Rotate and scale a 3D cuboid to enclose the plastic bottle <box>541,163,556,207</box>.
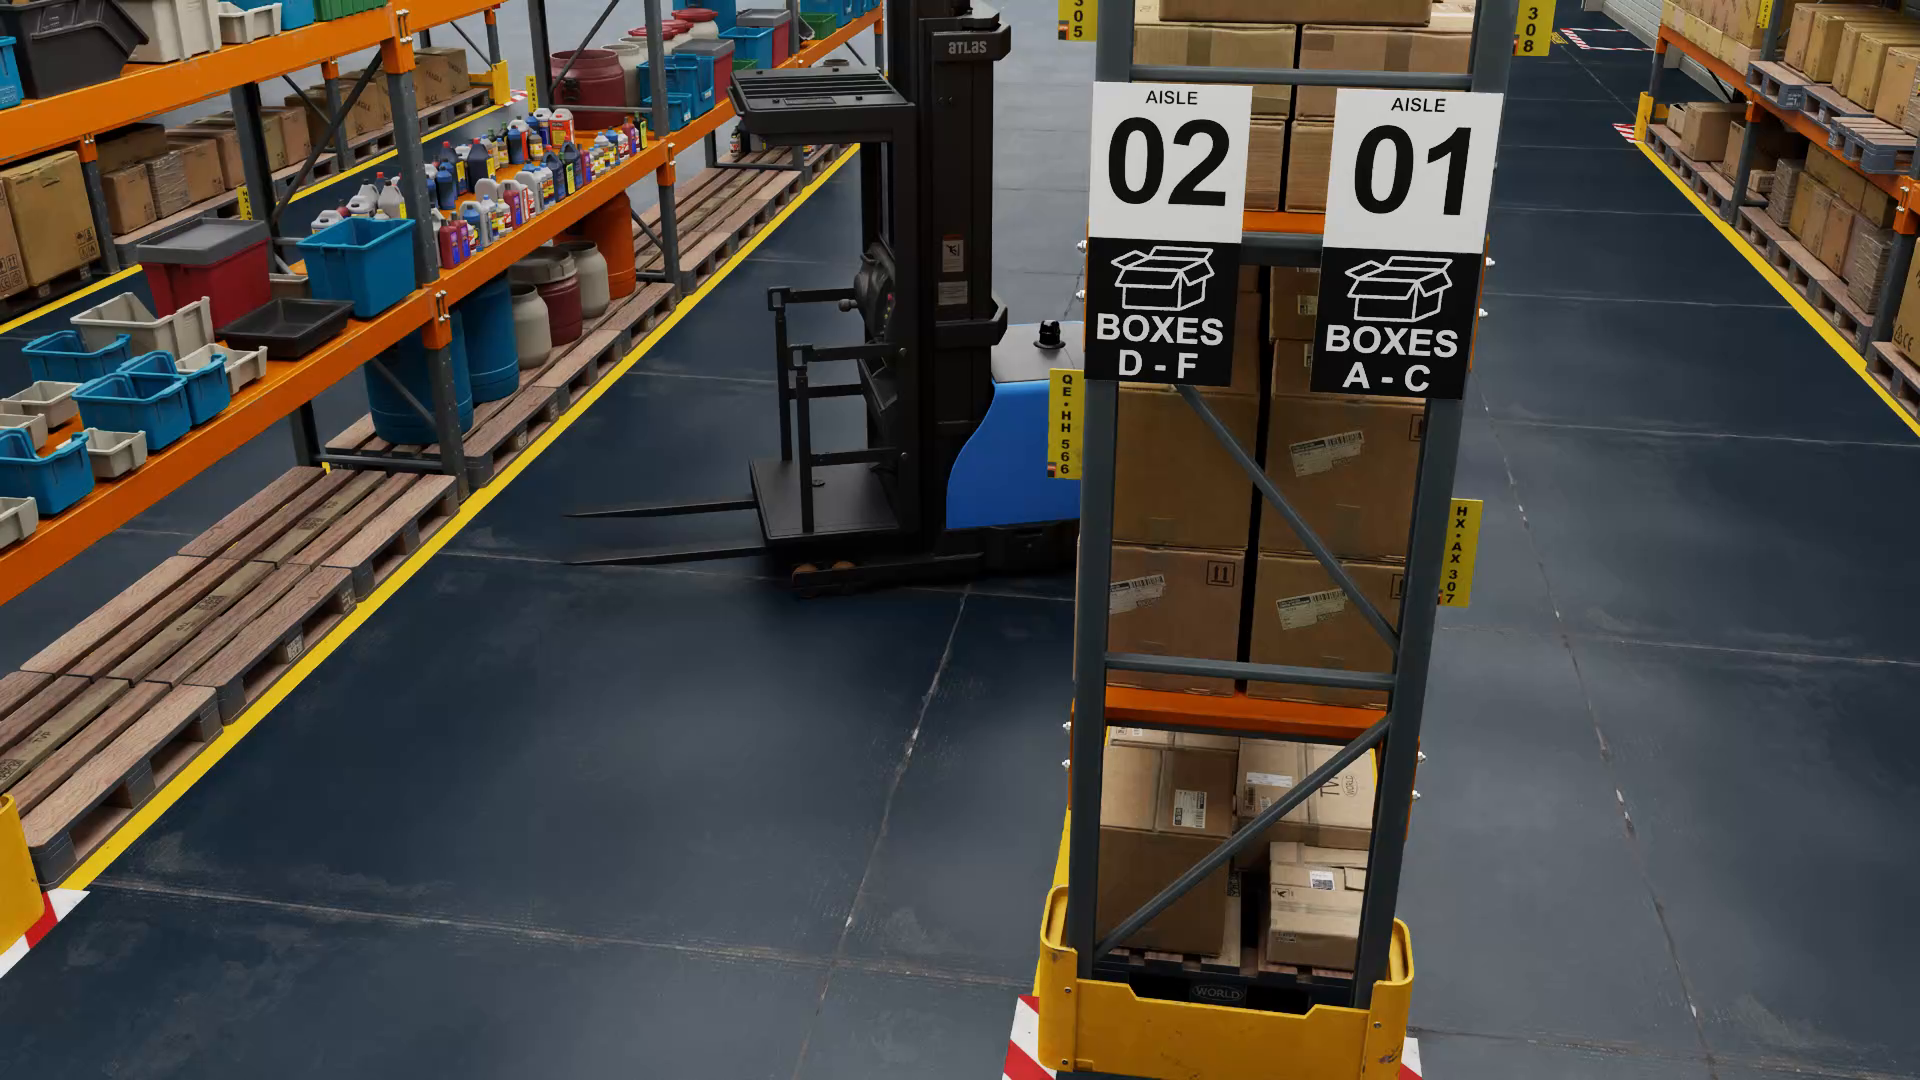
[{"bbox_3d":[-2.687,-2.307,10.791,0.097,0.271,0.097,0,25,0],"label":"plastic bottle"}]

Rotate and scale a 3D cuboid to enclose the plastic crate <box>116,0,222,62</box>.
[{"bbox_3d":[-3.377,-2.164,6.935,0.437,0.282,0.530,4,25,9],"label":"plastic crate"}]

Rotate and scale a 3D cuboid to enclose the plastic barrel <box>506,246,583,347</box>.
[{"bbox_3d":[-2.984,-1.719,11.733,0.600,0.588,0.708,4,25,9],"label":"plastic barrel"}]

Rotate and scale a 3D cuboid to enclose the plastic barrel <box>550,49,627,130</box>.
[{"bbox_3d":[-2.959,-3.576,13.190,0.600,0.536,0.708,4,25,9],"label":"plastic barrel"}]

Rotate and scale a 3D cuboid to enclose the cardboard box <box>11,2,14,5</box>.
[{"bbox_3d":[-11.525,-6.373,19.151,0.875,0.550,0.550,4,25,9],"label":"cardboard box"}]

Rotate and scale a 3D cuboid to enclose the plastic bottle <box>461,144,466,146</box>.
[{"bbox_3d":[-3.361,-2.552,11.317,0.097,0.271,0.097,0,25,0],"label":"plastic bottle"}]

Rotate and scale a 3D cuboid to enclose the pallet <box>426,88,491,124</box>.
[{"bbox_3d":[-6.495,-5.356,20.443,1.003,0.211,1.213,4,25,9],"label":"pallet"}]

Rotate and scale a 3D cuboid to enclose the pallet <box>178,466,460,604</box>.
[{"bbox_3d":[-3.472,-0.053,9.114,1.003,0.211,1.213,4,25,9],"label":"pallet"}]

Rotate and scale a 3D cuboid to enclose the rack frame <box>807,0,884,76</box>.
[{"bbox_3d":[-1.429,-6.645,19.908,1.000,3.000,0.127,4,25,9],"label":"rack frame"}]

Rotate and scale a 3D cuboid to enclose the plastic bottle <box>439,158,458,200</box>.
[{"bbox_3d":[-3.369,-2.374,10.935,0.097,0.271,0.097,0,25,0],"label":"plastic bottle"}]

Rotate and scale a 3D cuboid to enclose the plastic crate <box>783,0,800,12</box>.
[{"bbox_3d":[-1.893,-6.173,19.212,0.298,0.136,0.250,4,25,9],"label":"plastic crate"}]

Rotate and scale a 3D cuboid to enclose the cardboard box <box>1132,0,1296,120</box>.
[{"bbox_3d":[0.675,-1.358,4.662,0.500,0.250,0.500,4,25,9],"label":"cardboard box"}]

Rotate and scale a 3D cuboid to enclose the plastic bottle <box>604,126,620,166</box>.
[{"bbox_3d":[-2.488,-2.817,11.882,0.097,0.271,0.097,0,25,0],"label":"plastic bottle"}]

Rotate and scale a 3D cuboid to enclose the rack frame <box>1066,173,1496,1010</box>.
[{"bbox_3d":[0.842,0.392,4.875,1.000,3.000,0.127,4,25,9],"label":"rack frame"}]

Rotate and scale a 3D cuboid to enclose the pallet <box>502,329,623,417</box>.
[{"bbox_3d":[-3.026,-1.195,11.553,1.003,0.211,1.213,4,25,9],"label":"pallet"}]

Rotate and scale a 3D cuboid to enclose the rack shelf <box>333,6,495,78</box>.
[{"bbox_3d":[-6.642,-5.826,19.006,1.077,0.370,4.000,4,25,9],"label":"rack shelf"}]

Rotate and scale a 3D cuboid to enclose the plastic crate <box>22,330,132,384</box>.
[{"bbox_3d":[-3.961,-0.781,7.507,0.416,0.233,0.300,4,25,9],"label":"plastic crate"}]

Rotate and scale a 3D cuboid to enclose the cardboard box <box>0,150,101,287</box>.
[{"bbox_3d":[-7.756,-2.583,13.241,1.225,0.875,0.875,3,25,6],"label":"cardboard box"}]

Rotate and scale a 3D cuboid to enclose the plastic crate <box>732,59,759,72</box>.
[{"bbox_3d":[-2.089,-4.128,14.781,0.450,0.188,0.662,4,25,9],"label":"plastic crate"}]

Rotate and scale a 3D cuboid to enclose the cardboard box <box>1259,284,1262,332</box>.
[{"bbox_3d":[1.585,-0.884,7.482,0.500,0.500,0.500,5,25,10],"label":"cardboard box"}]

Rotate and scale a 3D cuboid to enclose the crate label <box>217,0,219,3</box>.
[{"bbox_3d":[-3.755,-2.681,8.211,0.293,0.136,0.466,4,25,9],"label":"crate label"}]

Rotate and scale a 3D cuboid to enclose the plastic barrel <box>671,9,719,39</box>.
[{"bbox_3d":[-2.455,-4.649,15.482,0.433,0.535,0.433,0,25,0],"label":"plastic barrel"}]

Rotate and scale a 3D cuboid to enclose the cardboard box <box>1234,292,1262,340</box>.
[{"bbox_3d":[0.726,-0.523,5.532,0.500,0.500,0.500,5,25,10],"label":"cardboard box"}]

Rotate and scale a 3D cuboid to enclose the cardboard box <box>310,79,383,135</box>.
[{"bbox_3d":[-6.778,-4.778,18.372,0.500,0.500,0.500,13,28,25],"label":"cardboard box"}]

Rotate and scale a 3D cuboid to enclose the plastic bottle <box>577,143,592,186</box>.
[{"bbox_3d":[-2.568,-2.569,11.339,0.061,0.283,0.133,4,25,9],"label":"plastic bottle"}]

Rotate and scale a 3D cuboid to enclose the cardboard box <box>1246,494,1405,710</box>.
[{"bbox_3d":[1.175,0.179,5.211,0.500,0.500,0.500,5,25,10],"label":"cardboard box"}]

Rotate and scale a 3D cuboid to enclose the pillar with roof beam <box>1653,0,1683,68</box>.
[{"bbox_3d":[5.817,-11.131,22.414,9.100,9.000,0.400,4,25,9],"label":"pillar with roof beam"}]

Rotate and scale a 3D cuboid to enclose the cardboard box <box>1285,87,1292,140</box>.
[{"bbox_3d":[1.272,-1.304,5.137,0.500,0.250,0.500,4,25,9],"label":"cardboard box"}]

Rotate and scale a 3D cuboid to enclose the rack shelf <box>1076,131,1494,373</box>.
[{"bbox_3d":[1.169,-1.478,6.179,1.077,0.370,4.000,4,25,9],"label":"rack shelf"}]

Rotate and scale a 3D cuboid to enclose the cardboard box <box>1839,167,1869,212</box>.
[{"bbox_3d":[7.338,-2.774,13.182,0.500,0.250,0.500,4,25,8],"label":"cardboard box"}]

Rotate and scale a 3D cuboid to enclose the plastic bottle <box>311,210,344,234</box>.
[{"bbox_3d":[-3.645,-1.757,9.612,0.152,0.276,0.135,4,25,9],"label":"plastic bottle"}]

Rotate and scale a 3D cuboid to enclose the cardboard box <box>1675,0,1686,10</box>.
[{"bbox_3d":[7.880,-5.854,17.488,0.500,0.500,0.500,4,25,9],"label":"cardboard box"}]

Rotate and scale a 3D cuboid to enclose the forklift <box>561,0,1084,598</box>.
[{"bbox_3d":[-0.616,-1.274,8.514,3.031,2.935,1.130,-5,26,-11],"label":"forklift"}]

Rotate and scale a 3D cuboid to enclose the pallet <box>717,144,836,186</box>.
[{"bbox_3d":[-1.932,-3.987,17.519,1.003,0.211,1.213,4,25,9],"label":"pallet"}]

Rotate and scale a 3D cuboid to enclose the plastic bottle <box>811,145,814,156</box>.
[{"bbox_3d":[-1.565,-4.092,17.235,0.097,0.201,0.097,0,25,0],"label":"plastic bottle"}]

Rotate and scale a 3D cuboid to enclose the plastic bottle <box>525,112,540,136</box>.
[{"bbox_3d":[-3.172,-3.036,12.349,0.097,0.271,0.097,0,25,0],"label":"plastic bottle"}]

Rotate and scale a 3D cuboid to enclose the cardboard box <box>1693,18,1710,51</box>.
[{"bbox_3d":[7.707,-5.075,16.708,0.500,0.250,0.500,4,25,9],"label":"cardboard box"}]

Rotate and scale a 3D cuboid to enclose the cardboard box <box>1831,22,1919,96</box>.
[{"bbox_3d":[7.399,-3.809,13.212,0.700,0.500,0.500,8,26,16],"label":"cardboard box"}]

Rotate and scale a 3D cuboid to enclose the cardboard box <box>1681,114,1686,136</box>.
[{"bbox_3d":[8.050,-4.418,17.804,0.500,0.311,0.500,6,26,13],"label":"cardboard box"}]

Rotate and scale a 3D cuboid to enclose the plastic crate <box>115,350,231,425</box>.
[{"bbox_3d":[-3.414,-0.661,7.251,0.416,0.233,0.300,4,25,9],"label":"plastic crate"}]

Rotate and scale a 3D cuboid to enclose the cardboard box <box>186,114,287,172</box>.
[{"bbox_3d":[-7.187,-3.929,16.535,0.700,0.500,0.500,4,25,8],"label":"cardboard box"}]

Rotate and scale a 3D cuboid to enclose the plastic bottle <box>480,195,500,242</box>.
[{"bbox_3d":[-2.833,-1.935,9.997,0.097,0.271,0.097,0,25,0],"label":"plastic bottle"}]

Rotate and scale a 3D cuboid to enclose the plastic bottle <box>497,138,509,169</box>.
[{"bbox_3d":[-3.269,-2.755,11.831,0.097,0.201,0.097,0,25,0],"label":"plastic bottle"}]

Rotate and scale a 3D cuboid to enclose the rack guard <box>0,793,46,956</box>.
[{"bbox_3d":[-4.035,1.190,6.118,1.175,0.500,0.348,4,25,9],"label":"rack guard"}]

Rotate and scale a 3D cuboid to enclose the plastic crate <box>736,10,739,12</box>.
[{"bbox_3d":[-2.170,-5.386,17.394,0.499,0.251,0.616,4,25,9],"label":"plastic crate"}]

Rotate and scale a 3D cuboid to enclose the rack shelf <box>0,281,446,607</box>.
[{"bbox_3d":[-3.717,-0.464,7.551,1.077,0.370,4.000,4,25,9],"label":"rack shelf"}]

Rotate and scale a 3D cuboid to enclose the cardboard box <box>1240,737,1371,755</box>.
[{"bbox_3d":[1.375,0.812,6.702,0.500,0.250,0.500,4,25,9],"label":"cardboard box"}]

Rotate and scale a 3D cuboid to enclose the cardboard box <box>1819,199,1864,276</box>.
[{"bbox_3d":[7.356,-2.402,13.272,0.700,0.500,0.500,4,25,8],"label":"cardboard box"}]

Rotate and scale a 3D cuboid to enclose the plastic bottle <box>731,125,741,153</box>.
[{"bbox_3d":[-2.329,-4.165,17.295,0.061,0.283,0.133,5,26,11],"label":"plastic bottle"}]

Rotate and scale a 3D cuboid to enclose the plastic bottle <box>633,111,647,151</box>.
[{"bbox_3d":[-2.382,-3.047,12.360,0.061,0.283,0.133,4,25,9],"label":"plastic bottle"}]

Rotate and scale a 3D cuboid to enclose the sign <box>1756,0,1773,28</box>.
[{"bbox_3d":[7.155,-4.712,14.757,0.100,0.325,0.005,4,25,9],"label":"sign"}]

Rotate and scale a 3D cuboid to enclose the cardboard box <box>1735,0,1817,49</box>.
[{"bbox_3d":[7.463,-4.785,15.204,0.500,0.500,0.500,4,25,8],"label":"cardboard box"}]

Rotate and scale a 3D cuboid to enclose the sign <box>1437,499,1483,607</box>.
[{"bbox_3d":[1.378,0.037,4.611,0.100,0.325,0.005,4,25,9],"label":"sign"}]

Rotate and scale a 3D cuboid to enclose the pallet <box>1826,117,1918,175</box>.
[{"bbox_3d":[7.049,-2.831,11.986,1.213,0.211,1.003,4,25,9],"label":"pallet"}]

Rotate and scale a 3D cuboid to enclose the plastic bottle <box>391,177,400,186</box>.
[{"bbox_3d":[-3.502,-2.121,10.389,0.152,0.276,0.135,4,25,9],"label":"plastic bottle"}]

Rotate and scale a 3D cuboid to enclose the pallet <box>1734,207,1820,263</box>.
[{"bbox_3d":[7.565,-2.697,14.763,1.003,0.211,1.213,4,25,9],"label":"pallet"}]

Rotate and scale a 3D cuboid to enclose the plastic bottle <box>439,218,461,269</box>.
[{"bbox_3d":[-2.909,-1.697,9.475,0.061,0.283,0.133,4,25,9],"label":"plastic bottle"}]

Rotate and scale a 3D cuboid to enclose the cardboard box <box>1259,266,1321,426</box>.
[{"bbox_3d":[1.340,-0.702,5.914,0.500,0.500,0.500,4,25,9],"label":"cardboard box"}]
